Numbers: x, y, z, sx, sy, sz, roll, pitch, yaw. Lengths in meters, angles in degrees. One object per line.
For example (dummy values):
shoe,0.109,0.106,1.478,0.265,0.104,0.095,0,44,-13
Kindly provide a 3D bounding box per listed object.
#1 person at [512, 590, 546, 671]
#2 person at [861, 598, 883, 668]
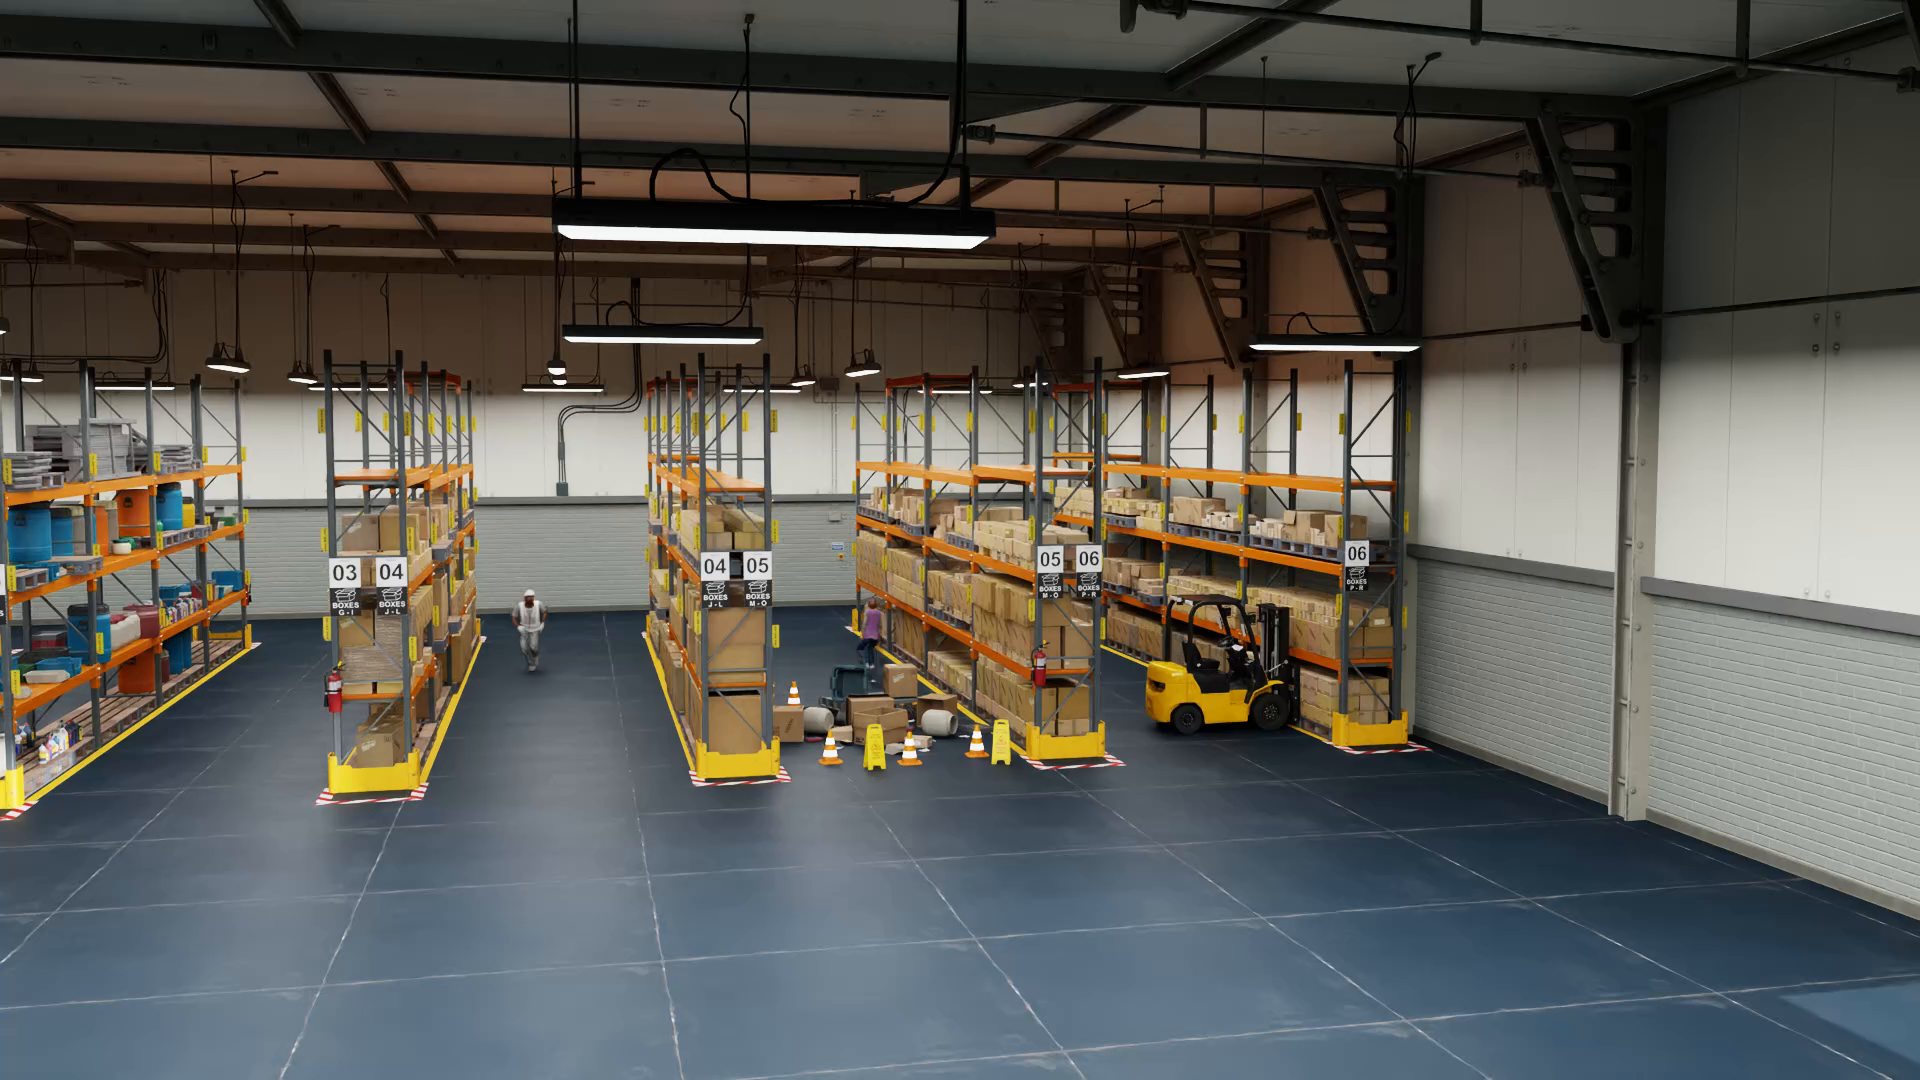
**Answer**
person,-8.711,1.826,33.630,0.628,1.682,0.640,0,4,-3
person,-1.729,1.836,32.182,0.485,1.435,0.341,-1,4,-20
